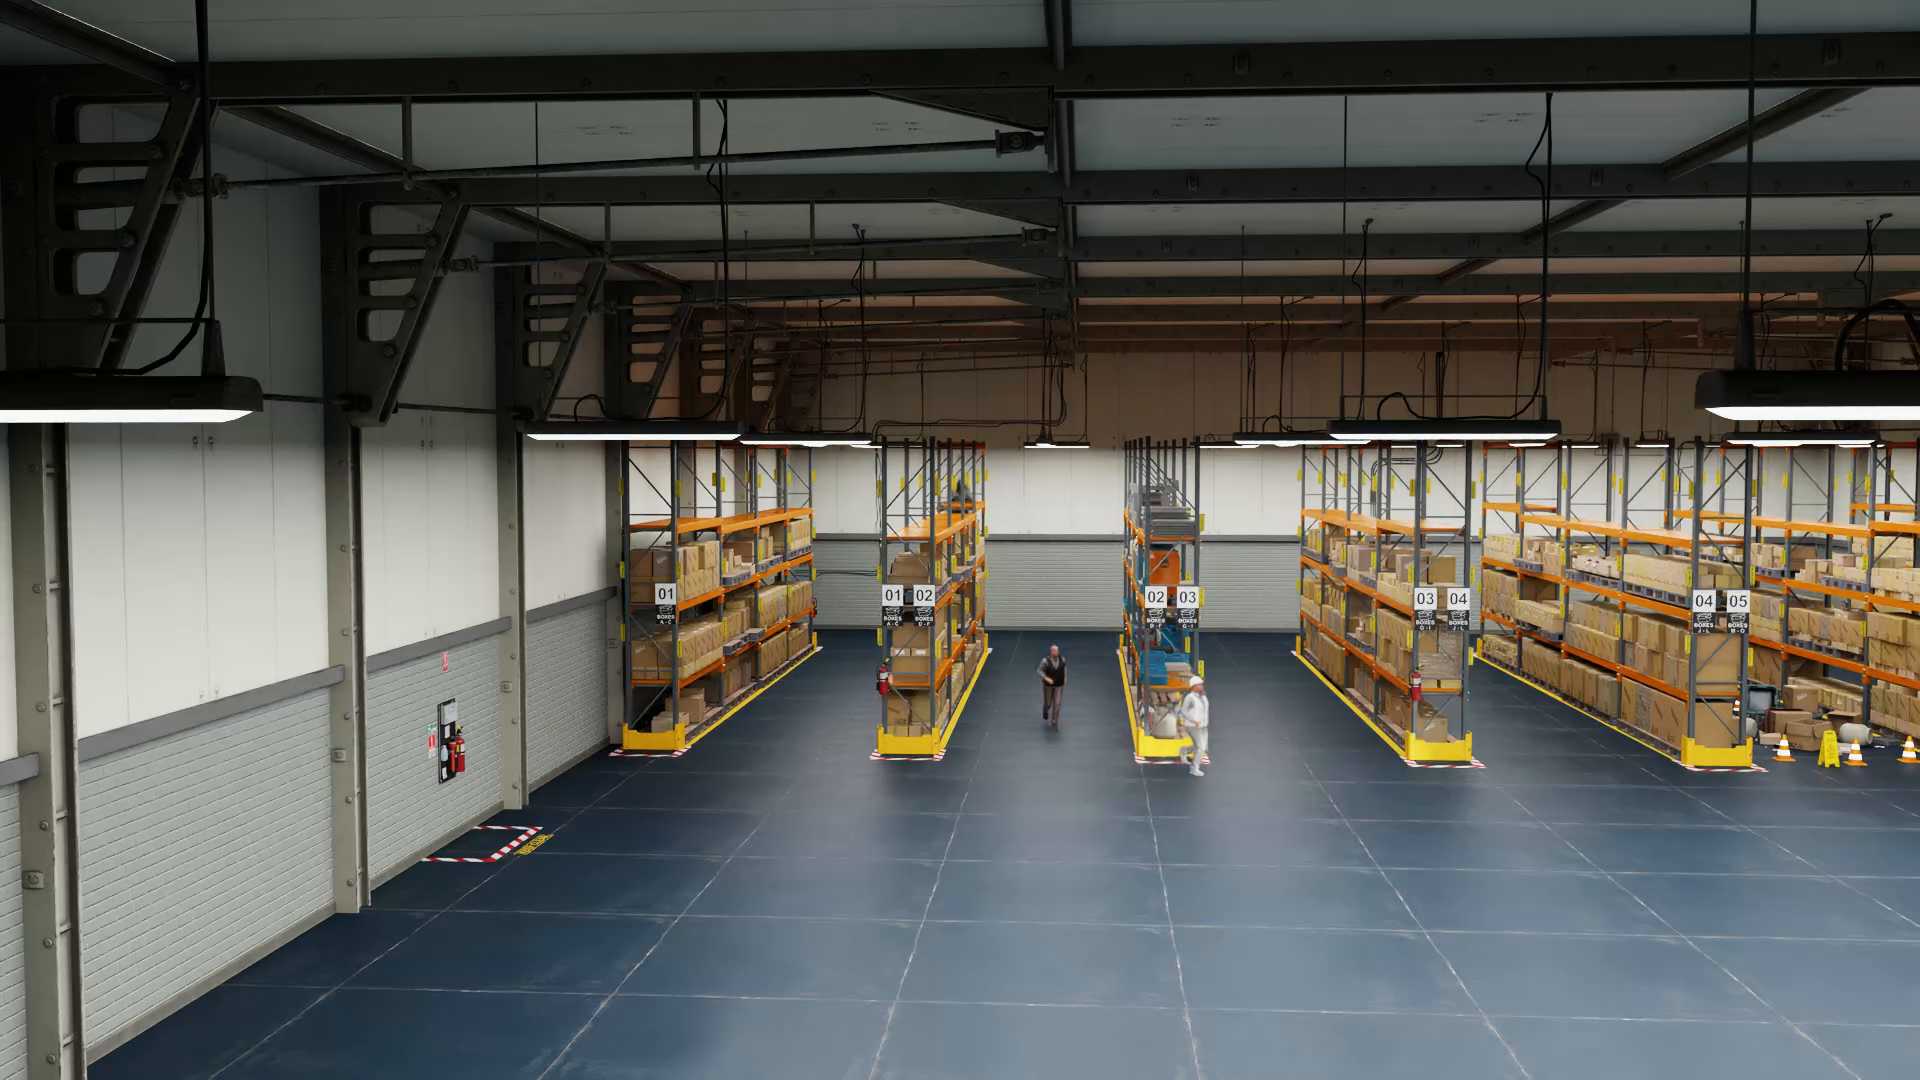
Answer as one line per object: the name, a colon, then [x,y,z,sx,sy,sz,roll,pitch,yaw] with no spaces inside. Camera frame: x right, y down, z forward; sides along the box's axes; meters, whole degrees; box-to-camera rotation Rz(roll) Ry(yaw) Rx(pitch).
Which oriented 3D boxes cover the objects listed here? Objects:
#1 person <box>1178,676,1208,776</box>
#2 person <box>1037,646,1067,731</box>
person: [4.134,3.282,29.523,0.652,1.752,0.669,3,4,43]
person: [1.923,3.033,34.449,0.683,1.715,0.948,-1,3,-12]
